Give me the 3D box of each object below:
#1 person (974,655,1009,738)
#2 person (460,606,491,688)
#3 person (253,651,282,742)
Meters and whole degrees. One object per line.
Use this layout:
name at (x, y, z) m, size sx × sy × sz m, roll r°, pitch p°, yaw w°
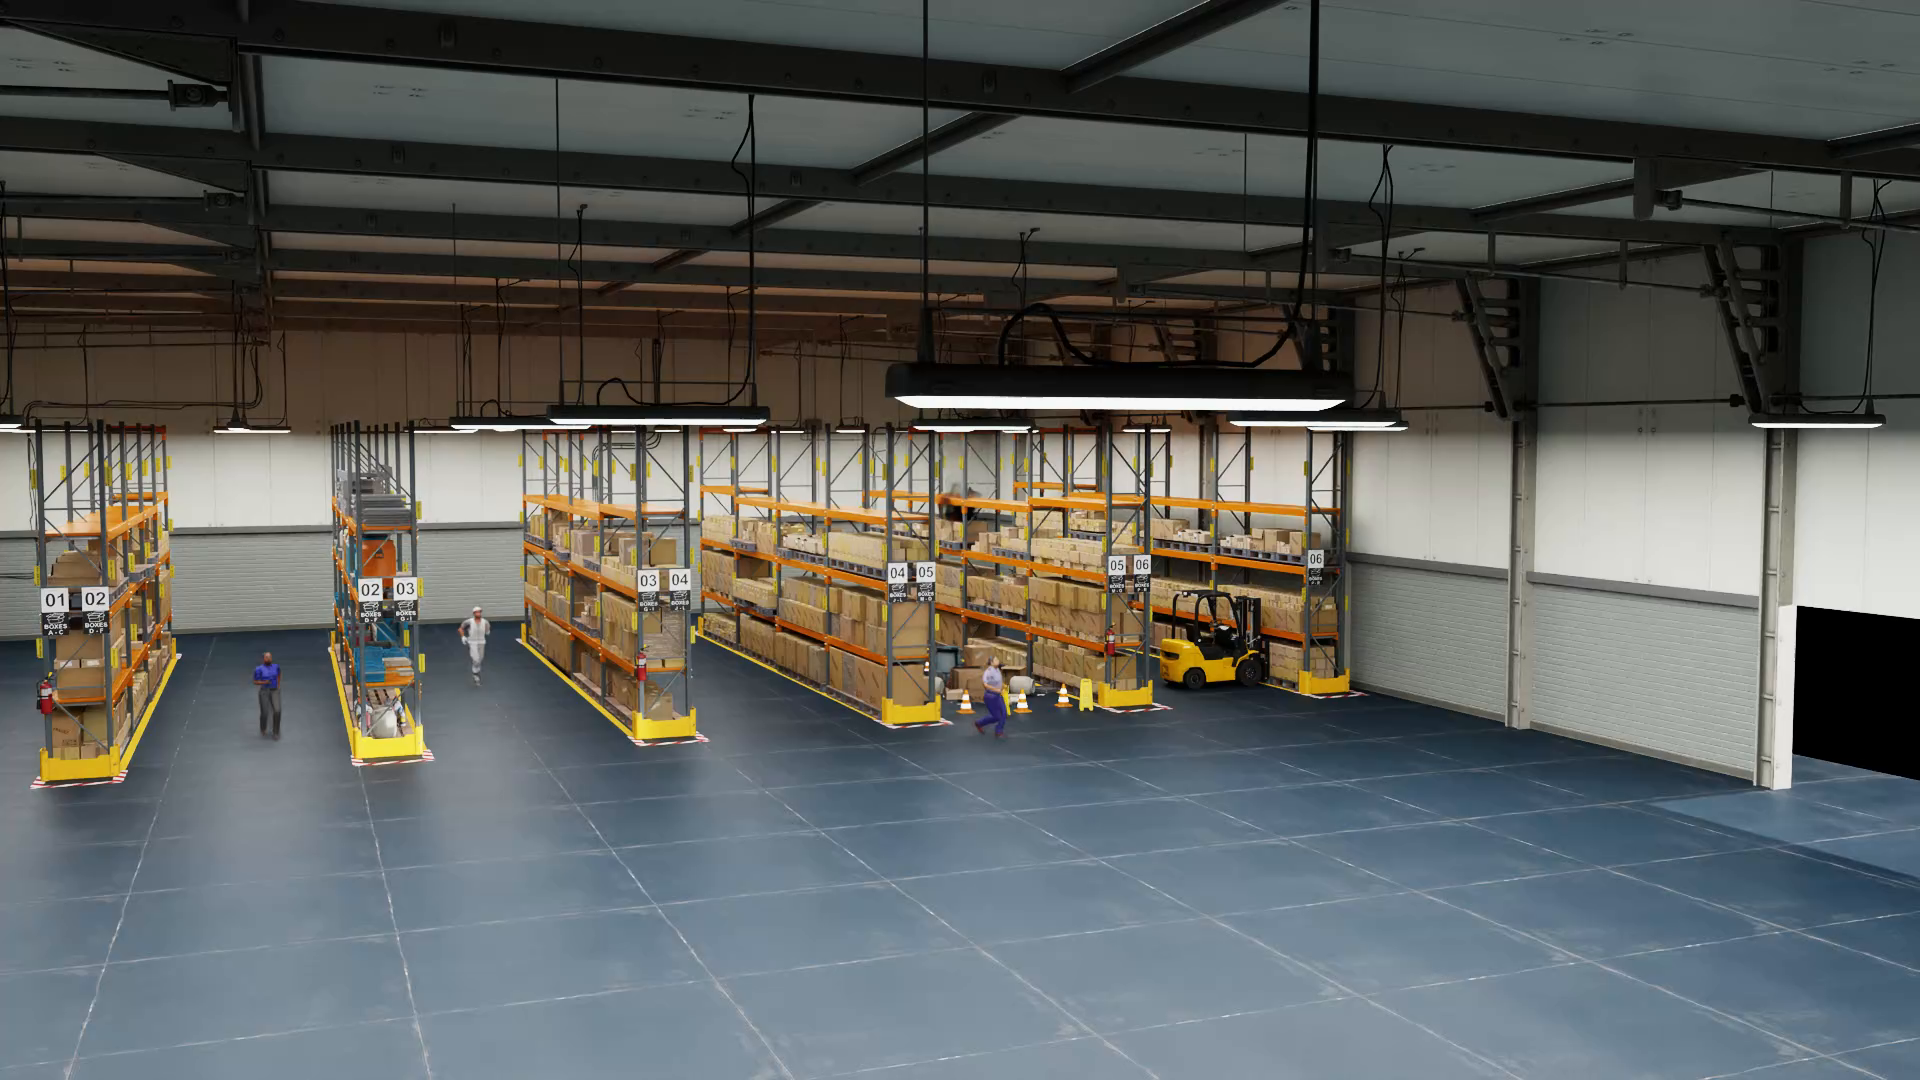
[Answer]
person at (0.570, 2.980, 31.498) m, size 0.664 × 1.622 × 0.651 m, roll 1°, pitch 4°, yaw 19°
person at (-11.127, 2.440, 38.246) m, size 0.651 × 1.837 × 0.886 m, roll -3°, pitch 4°, yaw -36°
person at (-13.020, 2.949, 31.306) m, size 0.558 × 1.721 × 0.770 m, roll -3°, pitch 4°, yaw -36°
